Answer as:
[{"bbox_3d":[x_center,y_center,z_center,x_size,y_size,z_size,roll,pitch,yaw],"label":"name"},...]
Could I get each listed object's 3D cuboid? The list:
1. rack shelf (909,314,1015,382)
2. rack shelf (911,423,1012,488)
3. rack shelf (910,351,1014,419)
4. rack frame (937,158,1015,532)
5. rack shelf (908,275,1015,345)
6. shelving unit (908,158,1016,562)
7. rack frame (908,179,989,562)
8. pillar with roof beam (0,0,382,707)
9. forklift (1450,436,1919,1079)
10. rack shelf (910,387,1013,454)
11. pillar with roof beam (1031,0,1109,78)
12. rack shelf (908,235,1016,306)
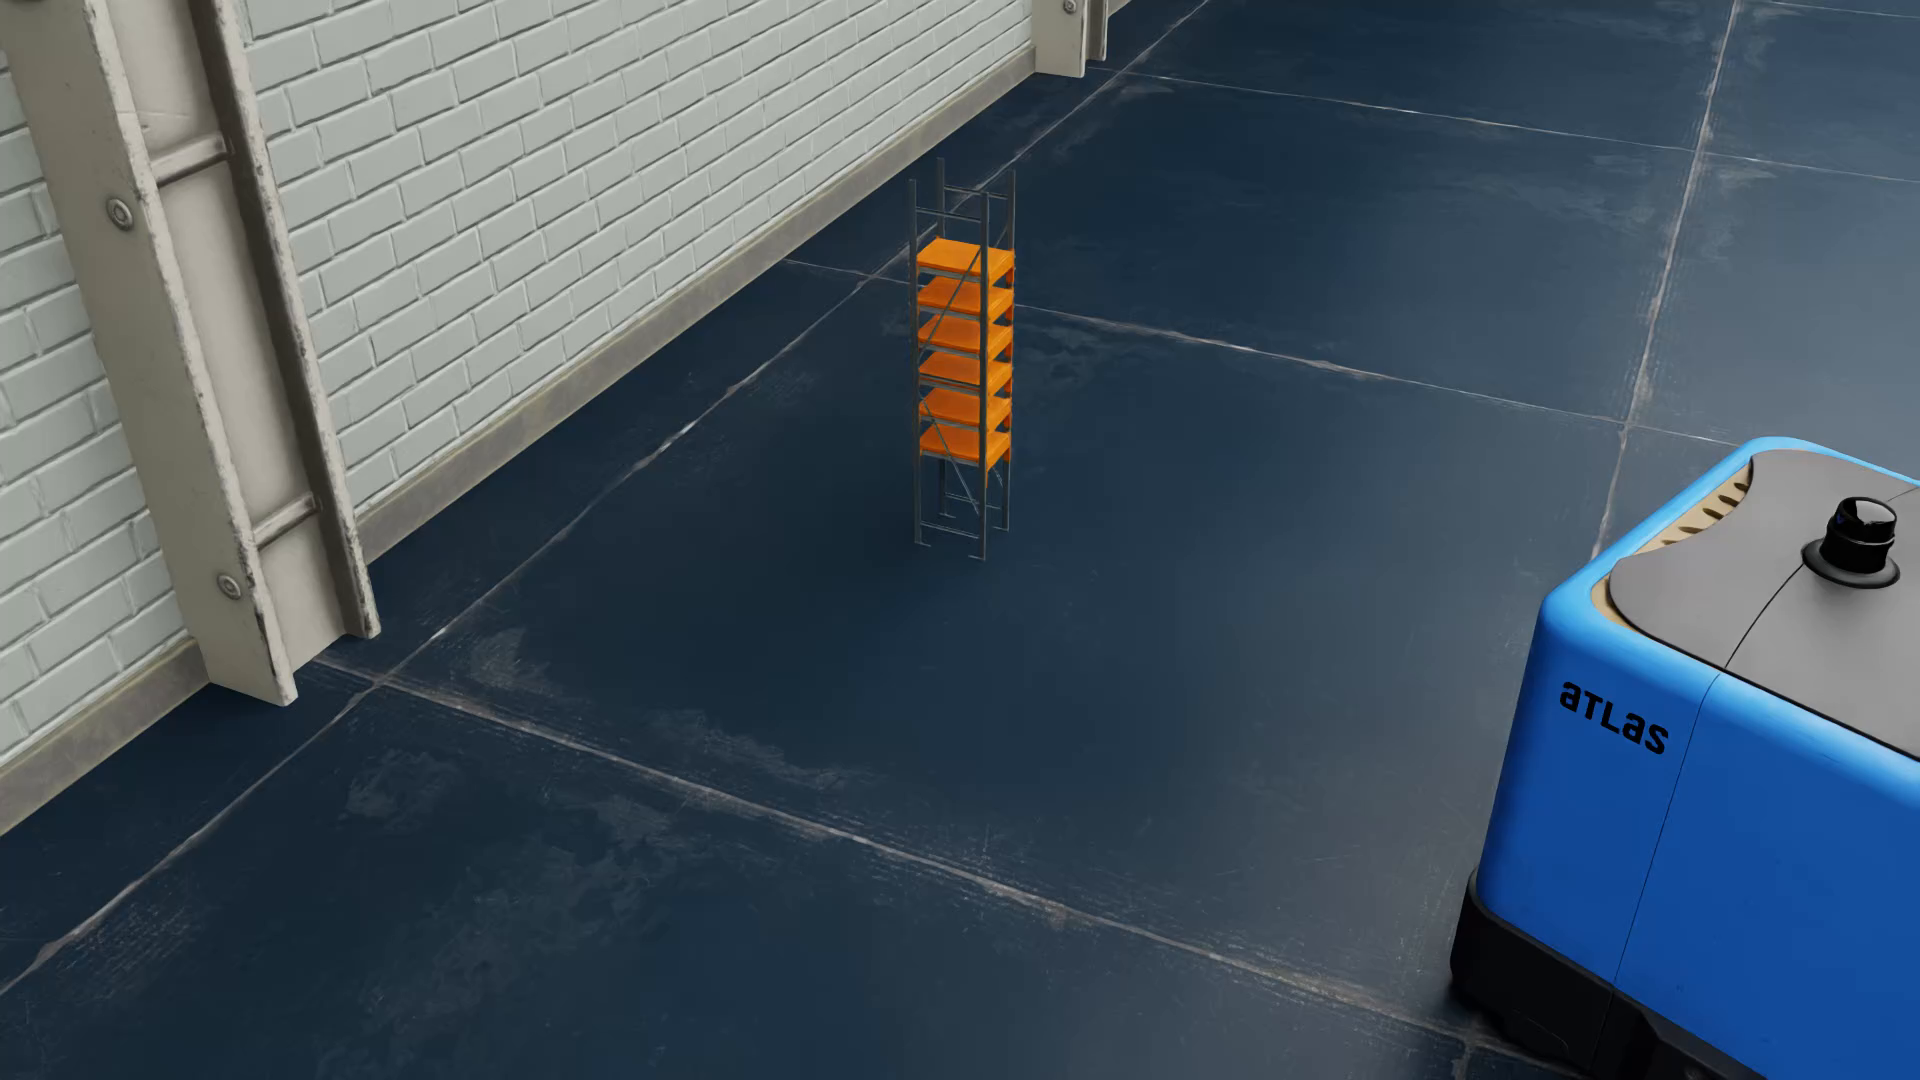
[{"bbox_3d":[0.006,-0.572,4.891,0.258,0.103,0.180,14,36,20],"label":"rack shelf"},{"bbox_3d":[0.006,-0.271,5.088,0.258,0.103,0.180,14,36,20],"label":"rack shelf"},{"bbox_3d":[0.006,-0.472,4.956,0.258,0.103,0.180,14,36,20],"label":"rack shelf"},{"bbox_3d":[0.044,-0.555,5.001,0.240,1.200,0.006,14,36,20],"label":"rack frame"},{"bbox_3d":[0.006,-0.672,4.825,0.258,0.103,0.180,14,36,20],"label":"rack shelf"},{"bbox_3d":[0.006,-0.509,4.932,0.258,1.200,0.189,14,36,20],"label":"shelving unit"},{"bbox_3d":[-0.032,-0.463,4.862,0.240,1.200,0.006,14,36,20],"label":"rack frame"},{"bbox_3d":[2.005,-2.452,0.783,9.100,9.000,0.400,14,36,20],"label":"pillar with roof beam"},{"bbox_3d":[2.465,0.186,2.293,1.130,2.935,3.031,-28,42,-35],"label":"forklift"},{"bbox_3d":[0.006,-0.371,5.022,0.258,0.103,0.180,14,36,20],"label":"rack shelf"},{"bbox_3d":[4.515,-5.440,5.340,9.100,9.000,0.400,14,36,20],"label":"pillar with roof beam"},{"bbox_3d":[0.006,-0.773,4.759,0.258,0.103,0.180,14,36,20],"label":"rack shelf"}]
